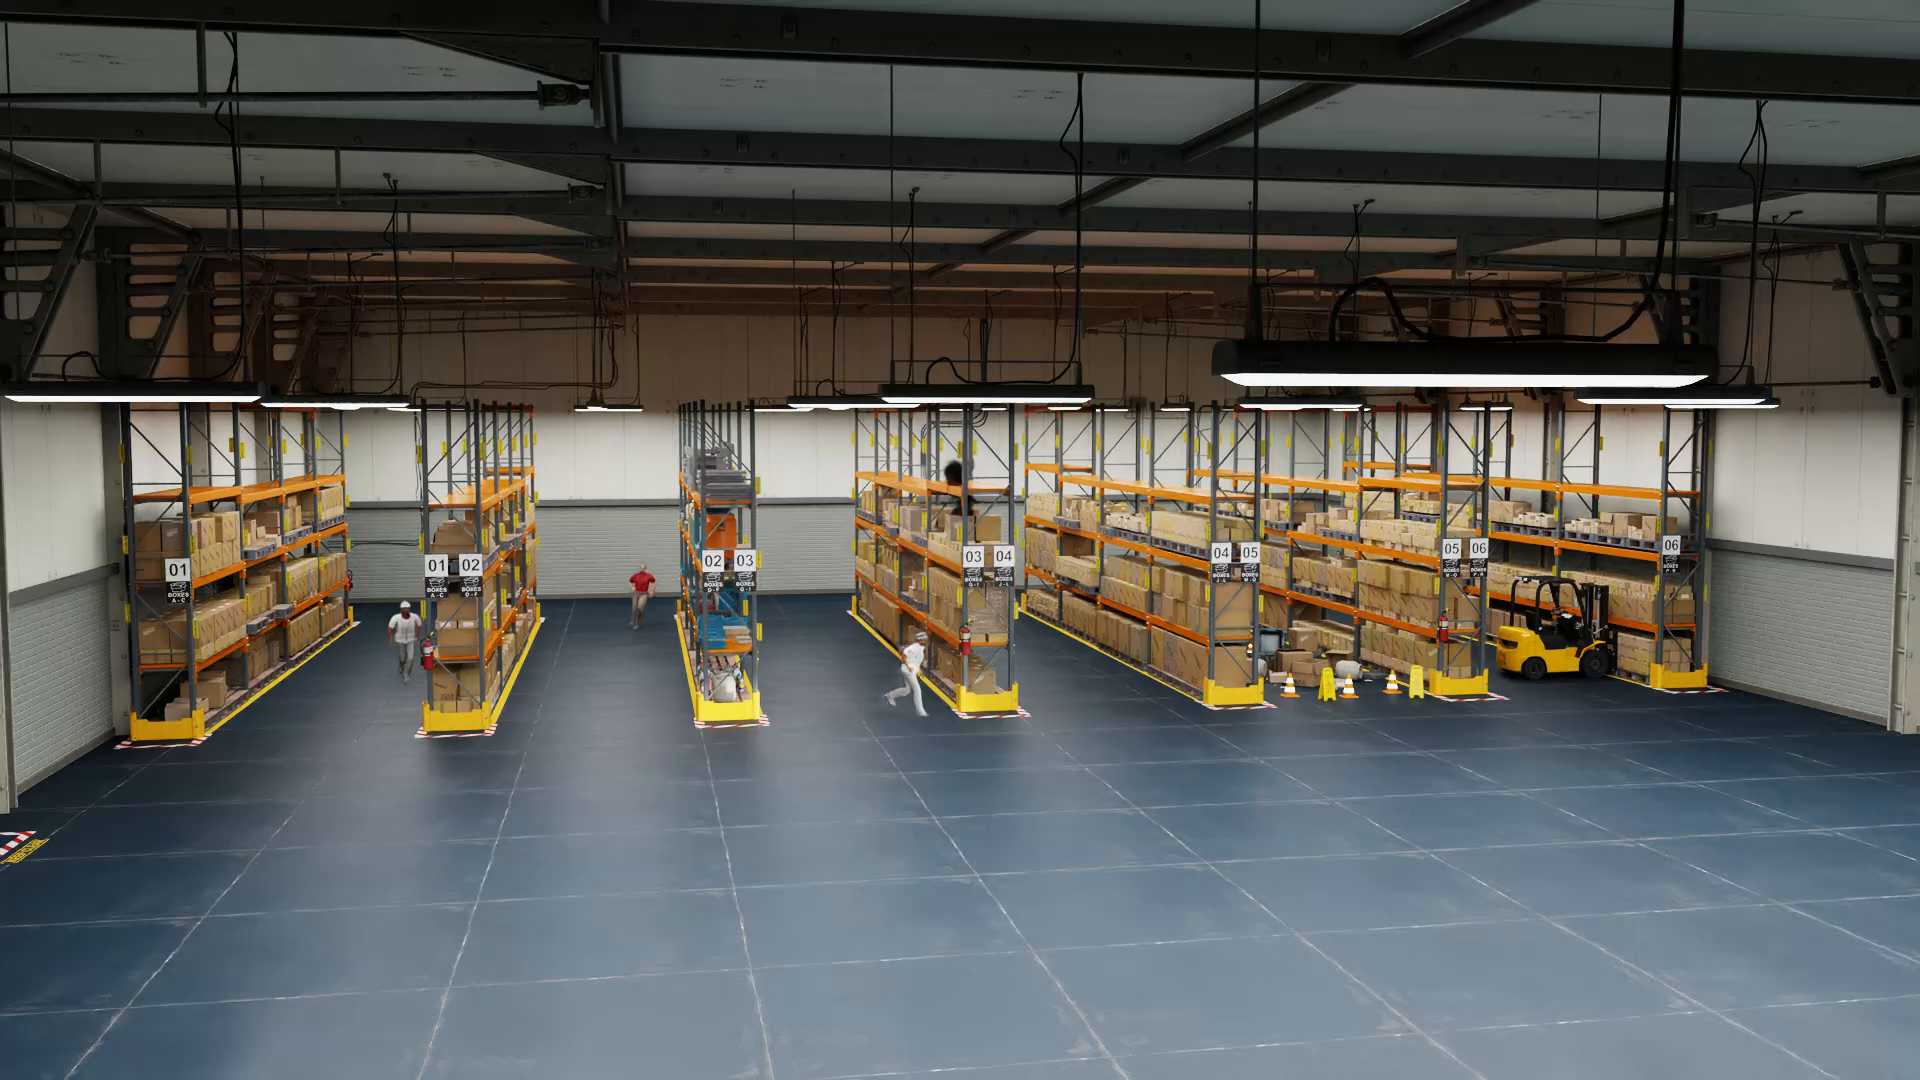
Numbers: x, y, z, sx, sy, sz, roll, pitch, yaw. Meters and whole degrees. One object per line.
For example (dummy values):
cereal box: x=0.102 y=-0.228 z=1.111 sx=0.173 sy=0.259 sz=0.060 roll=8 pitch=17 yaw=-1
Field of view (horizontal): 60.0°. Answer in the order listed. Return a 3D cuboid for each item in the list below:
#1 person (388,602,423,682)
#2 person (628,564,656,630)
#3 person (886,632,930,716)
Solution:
person: x=-11.942 y=2.177 z=35.827 sx=0.714 sy=1.719 sz=0.643 roll=-2 pitch=5 yaw=-24
person: x=-8.550 y=1.528 z=44.550 sx=0.737 sy=1.763 sz=0.781 roll=0 pitch=4 yaw=4
person: x=-1.024 y=2.549 z=31.741 sx=0.920 sy=1.644 sz=0.595 roll=3 pitch=5 yaw=31
